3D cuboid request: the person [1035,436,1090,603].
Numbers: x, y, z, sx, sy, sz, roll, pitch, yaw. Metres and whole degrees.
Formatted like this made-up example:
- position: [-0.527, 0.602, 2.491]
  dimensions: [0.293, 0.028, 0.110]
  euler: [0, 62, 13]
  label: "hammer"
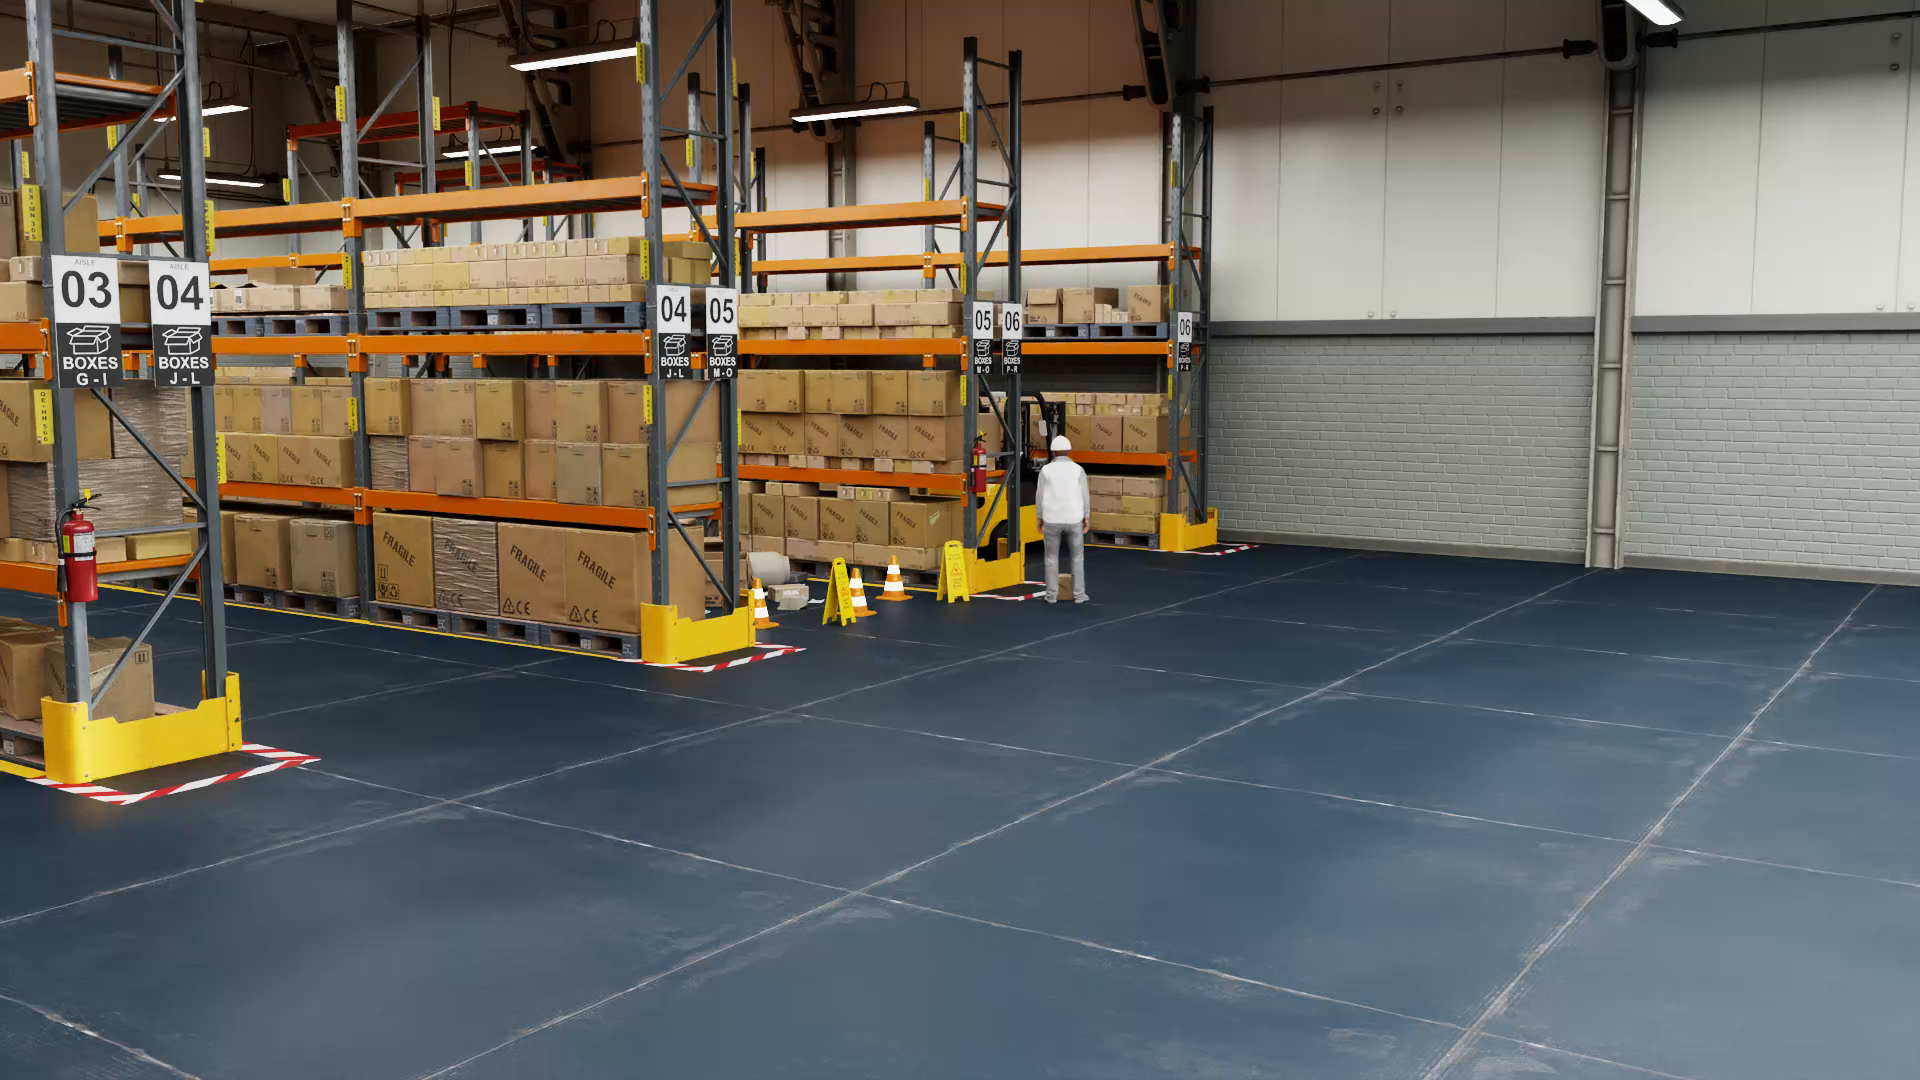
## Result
- position: [1.090, -0.219, 17.658]
  dimensions: [0.583, 1.769, 0.465]
  euler: [0, 6, 3]
  label: "person"
